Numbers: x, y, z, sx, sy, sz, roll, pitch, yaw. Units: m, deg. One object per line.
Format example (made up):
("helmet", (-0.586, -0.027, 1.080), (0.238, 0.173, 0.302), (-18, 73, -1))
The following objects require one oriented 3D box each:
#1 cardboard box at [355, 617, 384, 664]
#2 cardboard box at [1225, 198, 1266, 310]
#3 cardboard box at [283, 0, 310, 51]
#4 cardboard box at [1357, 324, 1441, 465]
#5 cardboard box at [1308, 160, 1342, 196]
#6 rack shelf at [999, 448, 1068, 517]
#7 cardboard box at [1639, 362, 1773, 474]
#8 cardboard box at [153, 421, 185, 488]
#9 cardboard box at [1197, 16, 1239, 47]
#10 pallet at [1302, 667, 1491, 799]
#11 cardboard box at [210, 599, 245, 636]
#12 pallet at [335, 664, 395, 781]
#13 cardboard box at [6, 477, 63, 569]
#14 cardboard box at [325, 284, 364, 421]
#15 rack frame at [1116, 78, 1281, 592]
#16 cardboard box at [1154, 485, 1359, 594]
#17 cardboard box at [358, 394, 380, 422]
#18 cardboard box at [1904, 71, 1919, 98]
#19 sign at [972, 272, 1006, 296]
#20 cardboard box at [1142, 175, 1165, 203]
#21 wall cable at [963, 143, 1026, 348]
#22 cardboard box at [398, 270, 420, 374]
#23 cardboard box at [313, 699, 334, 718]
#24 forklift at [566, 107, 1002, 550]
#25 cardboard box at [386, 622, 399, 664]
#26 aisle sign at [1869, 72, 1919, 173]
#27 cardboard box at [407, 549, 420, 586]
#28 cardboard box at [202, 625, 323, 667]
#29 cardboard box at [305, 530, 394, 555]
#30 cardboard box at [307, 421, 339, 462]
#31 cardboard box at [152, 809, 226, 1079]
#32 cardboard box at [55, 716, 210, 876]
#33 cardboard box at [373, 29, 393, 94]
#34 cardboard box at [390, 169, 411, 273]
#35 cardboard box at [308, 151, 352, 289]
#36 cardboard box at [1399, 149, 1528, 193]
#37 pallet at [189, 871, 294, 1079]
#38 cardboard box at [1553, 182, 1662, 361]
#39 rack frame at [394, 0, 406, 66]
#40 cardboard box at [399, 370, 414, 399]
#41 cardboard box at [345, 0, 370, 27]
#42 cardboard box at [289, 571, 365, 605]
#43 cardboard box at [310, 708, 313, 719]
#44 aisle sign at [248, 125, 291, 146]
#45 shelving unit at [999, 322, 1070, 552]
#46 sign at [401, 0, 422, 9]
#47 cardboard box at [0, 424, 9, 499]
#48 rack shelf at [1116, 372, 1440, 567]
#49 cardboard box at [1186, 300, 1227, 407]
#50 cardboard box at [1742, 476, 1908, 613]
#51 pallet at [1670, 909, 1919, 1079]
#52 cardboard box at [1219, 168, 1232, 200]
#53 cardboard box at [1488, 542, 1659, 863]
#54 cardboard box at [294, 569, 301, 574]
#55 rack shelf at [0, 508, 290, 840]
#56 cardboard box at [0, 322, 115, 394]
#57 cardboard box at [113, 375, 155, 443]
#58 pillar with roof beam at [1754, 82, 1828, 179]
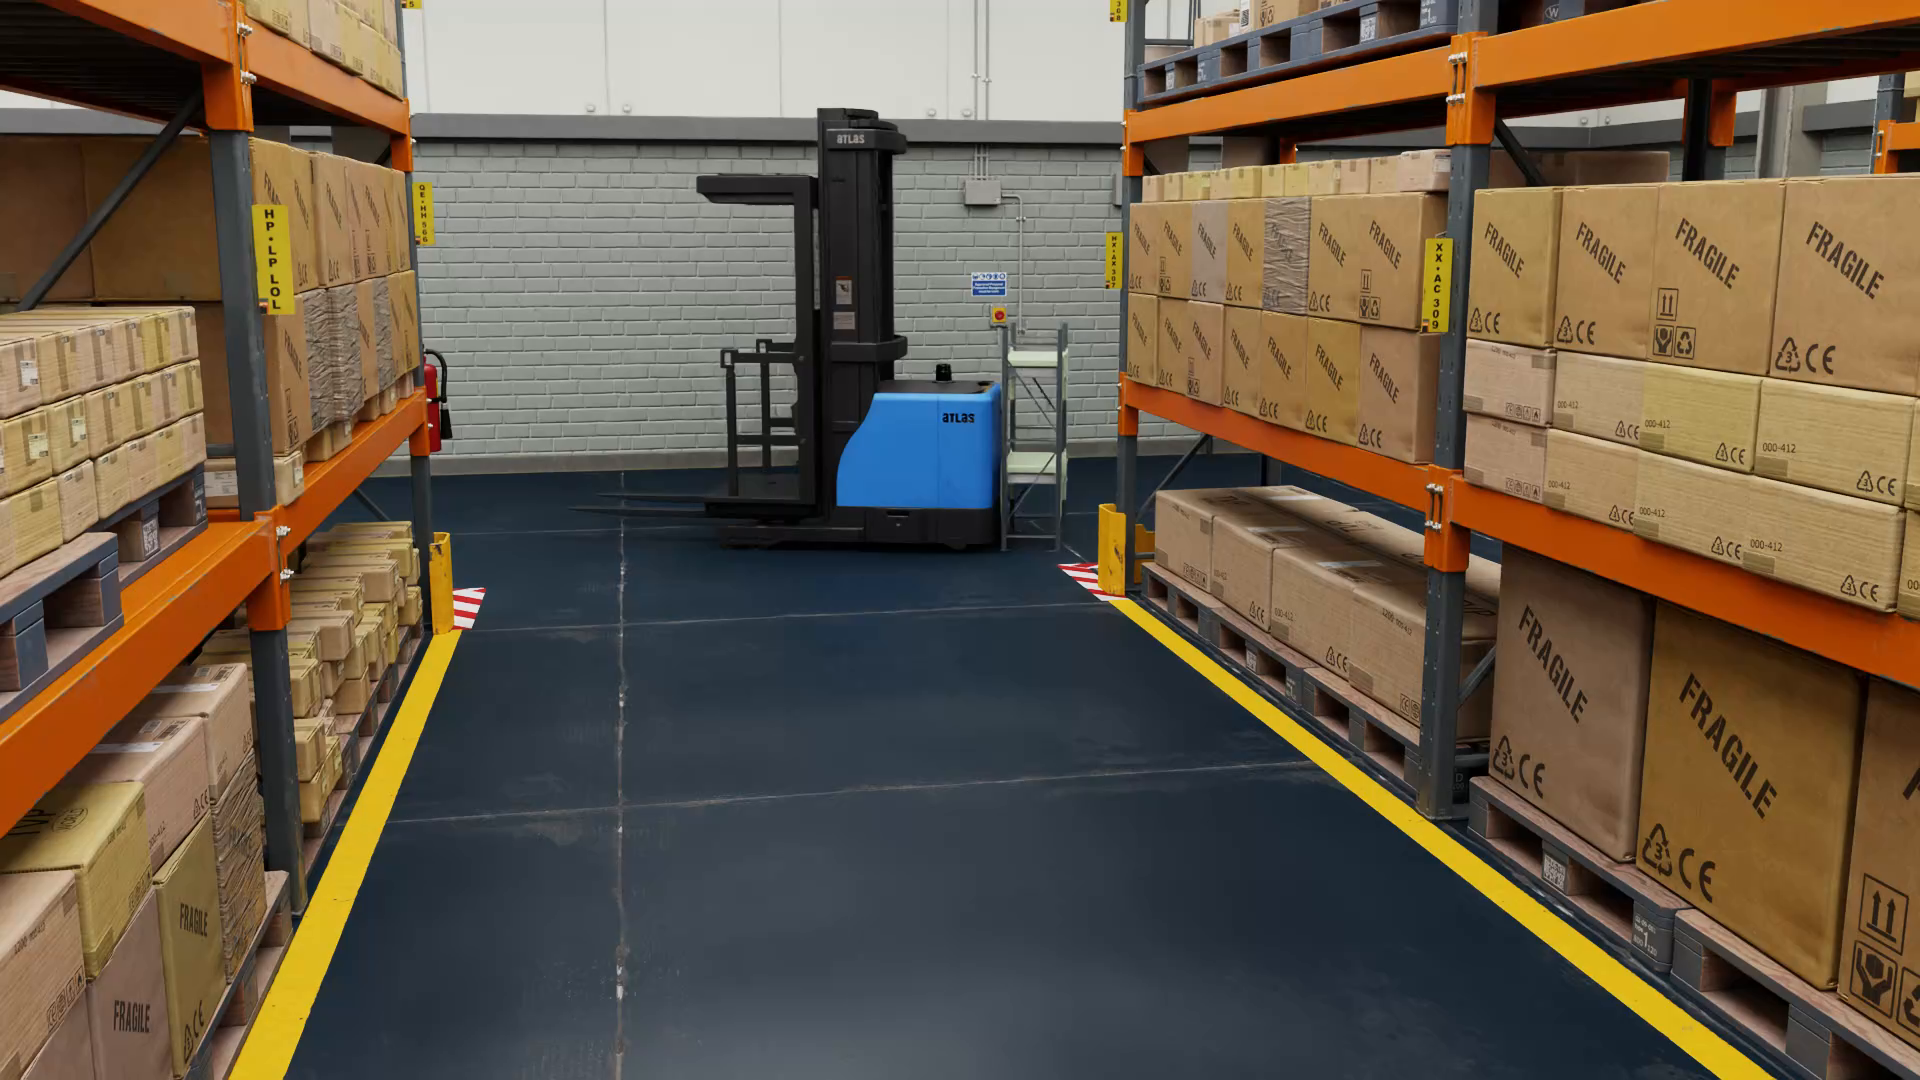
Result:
("cardboard box", (-2.678, 0.434, 7.101), (0.380, 0.149, 0.250), (-2, 11, -10))
("cardboard box", (1.573, -1.348, 7.814), (0.500, 0.500, 0.500), (-2, 11, -11))
("cardboard box", (-2.549, -1.840, 5.719), (0.500, 0.250, 0.500), (-2, 11, -12))
("cardboard box", (1.883, -0.577, 6.440), (0.500, 0.500, 0.500), (-2, 11, -10))
("cardboard box", (1.718, -1.545, 7.116), (0.380, 0.149, 0.250), (-2, 11, -11))
("rack shelf", (0.520, -0.406, 11.564), (0.431, 0.370, 0.720), (1, 11, 6))
("cardboard box", (2.234, -0.345, 4.552), (0.500, 0.250, 0.500), (-2, 11, -10))
("cardboard box", (-2.289, -0.224, 4.397), (0.380, 0.149, 0.250), (-2, 11, -11))
("cardboard box", (1.432, -2.584, 8.508), (0.380, 0.149, 0.250), (-2, 11, -9))
("pallet", (2.153, 0.775, 7.060), (1.003, 0.211, 1.213), (-2, 11, -11))
("cardboard box", (-3.203, 0.306, 6.976), (0.380, 0.149, 0.250), (-2, 11, -11))
("pallet", (-3.018, 0.770, 7.087), (1.003, 0.211, 1.213), (-2, 11, -11))
("cardboard box", (-2.084, -0.032, 3.393), (0.380, 0.149, 0.250), (-2, 11, -9))
("cardboard box", (-2.627, -0.733, 6.464), (0.500, 0.500, 0.500), (-2, 11, -12))
("rack frame", (1.446, -1.186, 9.906), (1.000, 3.000, 0.127), (-2, 11, -11))
("cardboard box", (1.673, -0.016, 9.489), (0.875, 0.438, 0.875), (-3, 11, -13))
("cardboard box", (-2.879, -0.627, 7.639), (0.380, 0.149, 0.250), (-3, 11, -14))
("cardboard box", (6.133, -2.822, 10.084), (0.500, 0.250, 0.500), (-2, 11, -12))
("sign", (0.267, -2.362, 15.359), (0.327, 0.218, 0.001), (-2, 11, -11))
("cardboard box", (1.244, -1.970, 9.347), (0.380, 0.149, 0.250), (-2, 11, -10))
("wall cable", (0.327, -2.734, 15.237), (0.585, 1.953, 0.123), (-2, 11, -11))
("cardboard box", (-3.050, -1.110, 8.442), (0.500, 0.500, 0.500), (-2, 11, -10))
("cardboard box", (-2.617, 0.725, 6.369), (0.380, 0.149, 0.250), (-2, 11, -12))
("forklift", (-1.221, -1.470, 11.580), (3.031, 2.935, 1.130), (1, 11, 7))
("cardboard box", (-2.795, 0.480, 7.654), (0.380, 0.149, 0.250), (-3, 11, -14))
("aisle sign", (6.013, -2.646, 10.624), (0.394, 0.787, 0.004), (-2, 11, -11))
("cardboard box", (-3.007, 0.147, 8.608), (0.380, 0.149, 0.250), (-2, 11, -13))
("cardboard box", (-2.642, 0.433, 6.309), (0.380, 0.149, 0.250), (-2, 11, -12))
("cardboard box", (-3.046, 0.050, 8.320), (0.380, 0.149, 0.250), (-2, 11, -10))
("cardboard box", (-2.604, -0.385, 6.367), (0.380, 0.149, 0.250), (-2, 11, -10))
("cardboard box", (-2.121, 0.988, 4.043), (0.500, 0.500, 0.500), (-2, 11, -12))
("cardboard box", (-2.132, 0.622, 3.965), (0.500, 0.250, 0.500), (-2, 11, -8))
("cardboard box", (-2.935, -2.220, 7.718), (0.500, 0.250, 0.500), (-2, 11, -11))
("cardboard box", (-3.057, -1.599, 8.339), (0.500, 0.500, 0.500), (-2, 11, -12))
("cardboard box", (-2.644, -1.220, 6.347), (0.500, 0.500, 0.500), (-2, 11, -10))
("cardboard box", (1.852, -1.356, 6.124), (0.380, 0.149, 0.250), (-2, 11, -12))
("pallet", (-2.459, 1.259, 4.519), (1.003, 0.211, 1.213), (-2, 11, -11))
("cardboard box", (2.154, -0.809, 4.985), (0.500, 0.500, 0.500), (-2, 11, -11))
("rack frame", (-3.390, -3.935, 8.302), (1.000, 3.000, 0.127), (-2, 11, -11))
("cardboard box", (-3.049, -0.815, 8.626), (0.380, 0.149, 0.250), (-2, 11, -11))
("cardboard box", (-2.853, -2.370, 7.168), (0.500, 0.250, 0.500), (-2, 11, -10))
("cardboard box", (-2.833, 0.243, 7.309), (0.380, 0.149, 0.250), (-3, 11, -13))
("cardboard box", (-2.588, 0.629, 6.073), (0.380, 0.149, 0.250), (-2, 11, -11))
("aisle sign", (-3.698, -2.267, 8.633), (0.394, 0.787, 0.004), (-2, 11, -11))
("shelving unit", (0.520, -0.727, 11.503), (0.431, 1.500, 0.755), (1, 11, 6))
("sign", (-2.841, -2.913, 8.586), (0.100, 0.325, 0.005), (-2, 11, -11))
("cardboard box", (-2.039, -0.131, 3.114), (0.380, 0.149, 0.250), (-2, 11, -9))
("rack shelf", (1.835, -0.466, 8.046), (1.077, 0.370, 4.000), (-2, 11, -11))
("cardboard box", (1.465, -0.951, 8.403), (0.500, 0.500, 0.500), (-2, 11, -11))
("cardboard box", (2.325, -0.007, 4.112), (0.500, 0.250, 0.500), (-2, 11, -12))
("pallet", (2.689, 1.280, 4.405), (1.003, 0.211, 1.213), (-2, 11, -11))
("cardboard box", (1.482, -1.731, 8.094), (0.380, 0.149, 0.250), (-2, 11, -10))
("cardboard box", (2.423, 0.496, 5.629), (0.875, 0.875, 0.875), (-2, 11, -9))
("cardboard box", (-3.540, 0.166, 8.508), (0.380, 0.149, 0.250), (-2, 11, -9))
("rack shelf", (-2.223, 0.466, 3.148), (1.077, 0.370, 4.000), (-2, 11, -11))
("cardboard box", (-2.189, -0.418, 3.826), (0.380, 0.149, 0.250), (-2, 11, -11))
("cardboard box", (-2.243, -0.323, 4.126), (0.380, 0.149, 0.250), (-2, 11, -9))
("pillar with roof beam", (2.451, -4.685, 12.245), (9.100, 9.000, 0.400), (-2, 11, -11))
